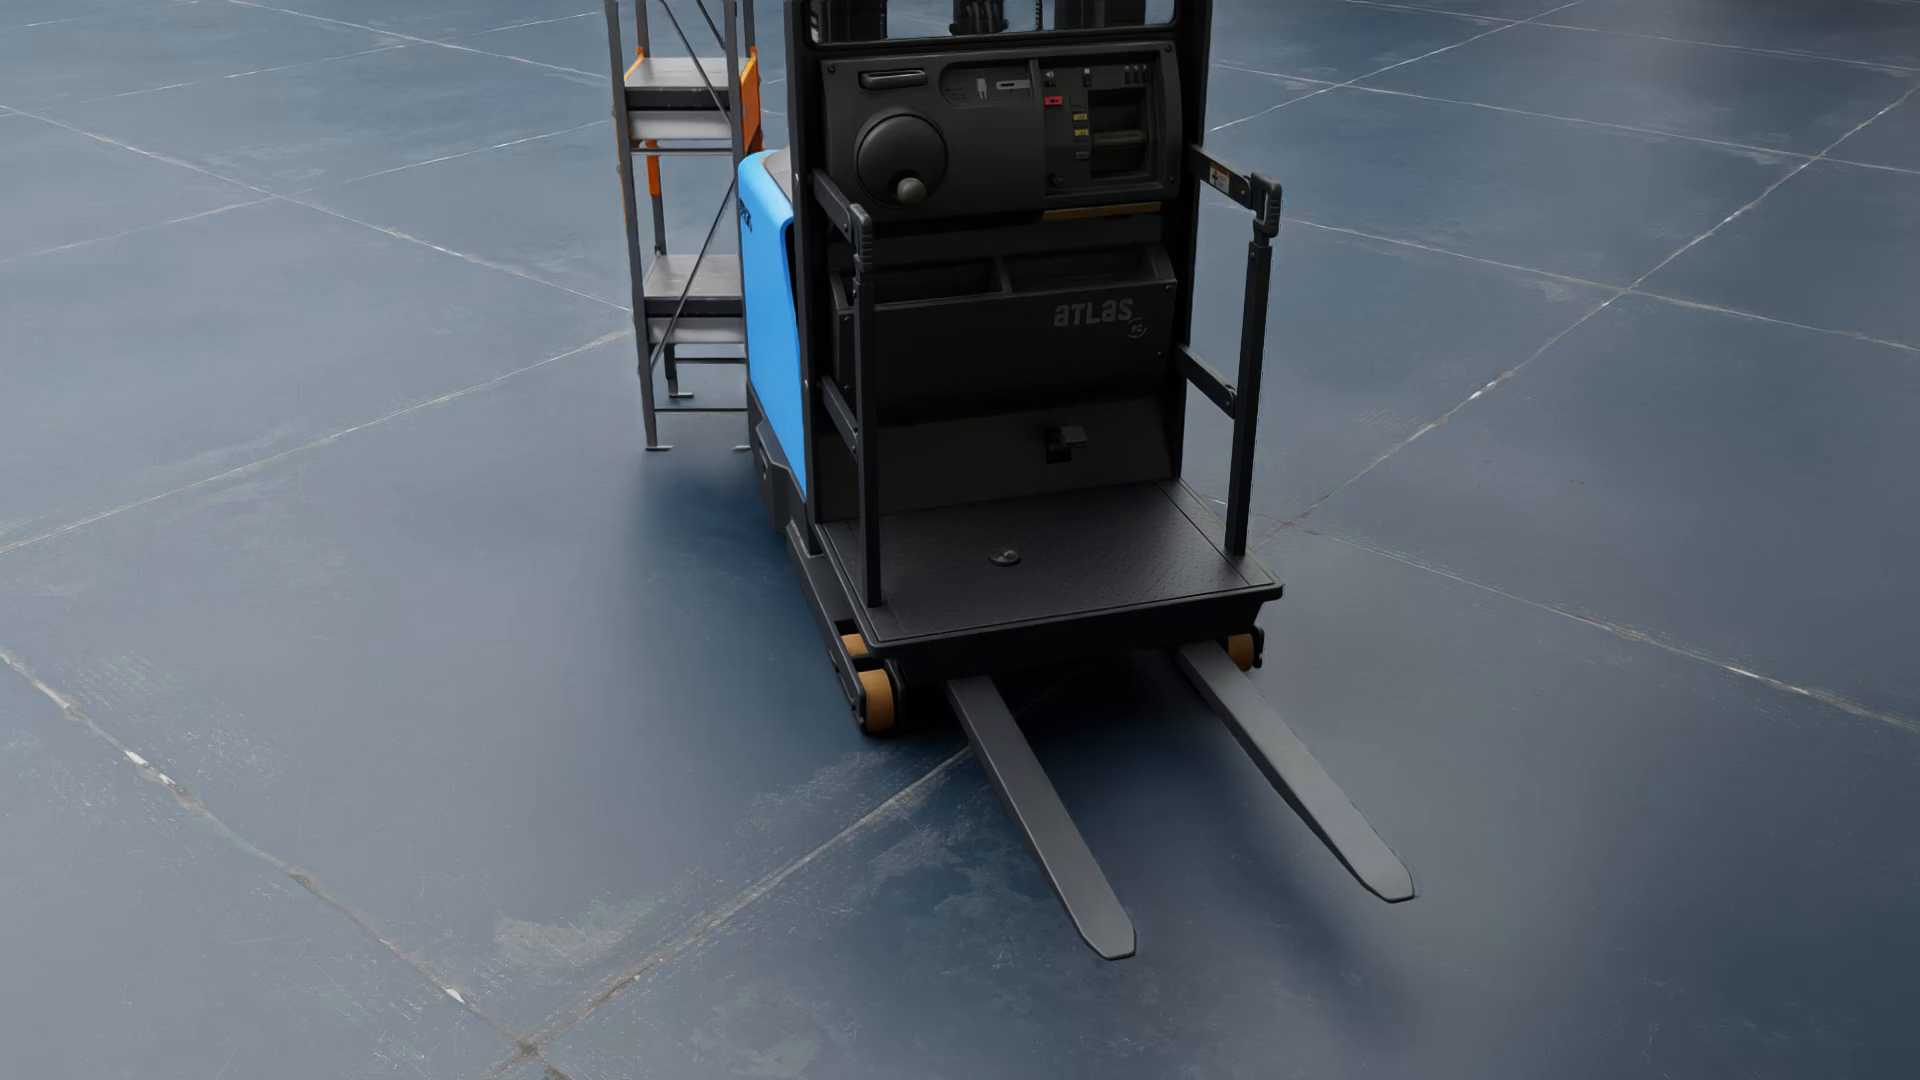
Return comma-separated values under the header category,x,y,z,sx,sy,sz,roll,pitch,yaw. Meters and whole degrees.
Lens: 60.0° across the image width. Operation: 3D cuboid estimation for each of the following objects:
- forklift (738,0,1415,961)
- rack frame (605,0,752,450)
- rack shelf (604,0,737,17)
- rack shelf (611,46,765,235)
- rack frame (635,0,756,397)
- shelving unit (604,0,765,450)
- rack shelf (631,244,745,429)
category,x,y,z,sx,sy,sz,roll,pitch,yaw
forklift,0.179,-1.006,4.005,1.130,2.935,3.031,-8,28,-14
rack frame,-0.902,-1.253,5.387,0.400,2.100,0.015,0,27,0
rack shelf,-0.902,-1.975,5.288,0.431,0.518,0.480,0,27,0
rack shelf,-0.902,-1.353,5.610,0.431,0.518,0.480,0,27,0
rack frame,-0.902,-1.477,5.820,0.400,2.100,0.015,0,27,0
shelving unit,-0.902,-1.365,5.604,0.431,2.100,0.503,0,27,0
rack shelf,-0.902,-0.731,5.932,0.431,0.518,0.480,0,27,0
